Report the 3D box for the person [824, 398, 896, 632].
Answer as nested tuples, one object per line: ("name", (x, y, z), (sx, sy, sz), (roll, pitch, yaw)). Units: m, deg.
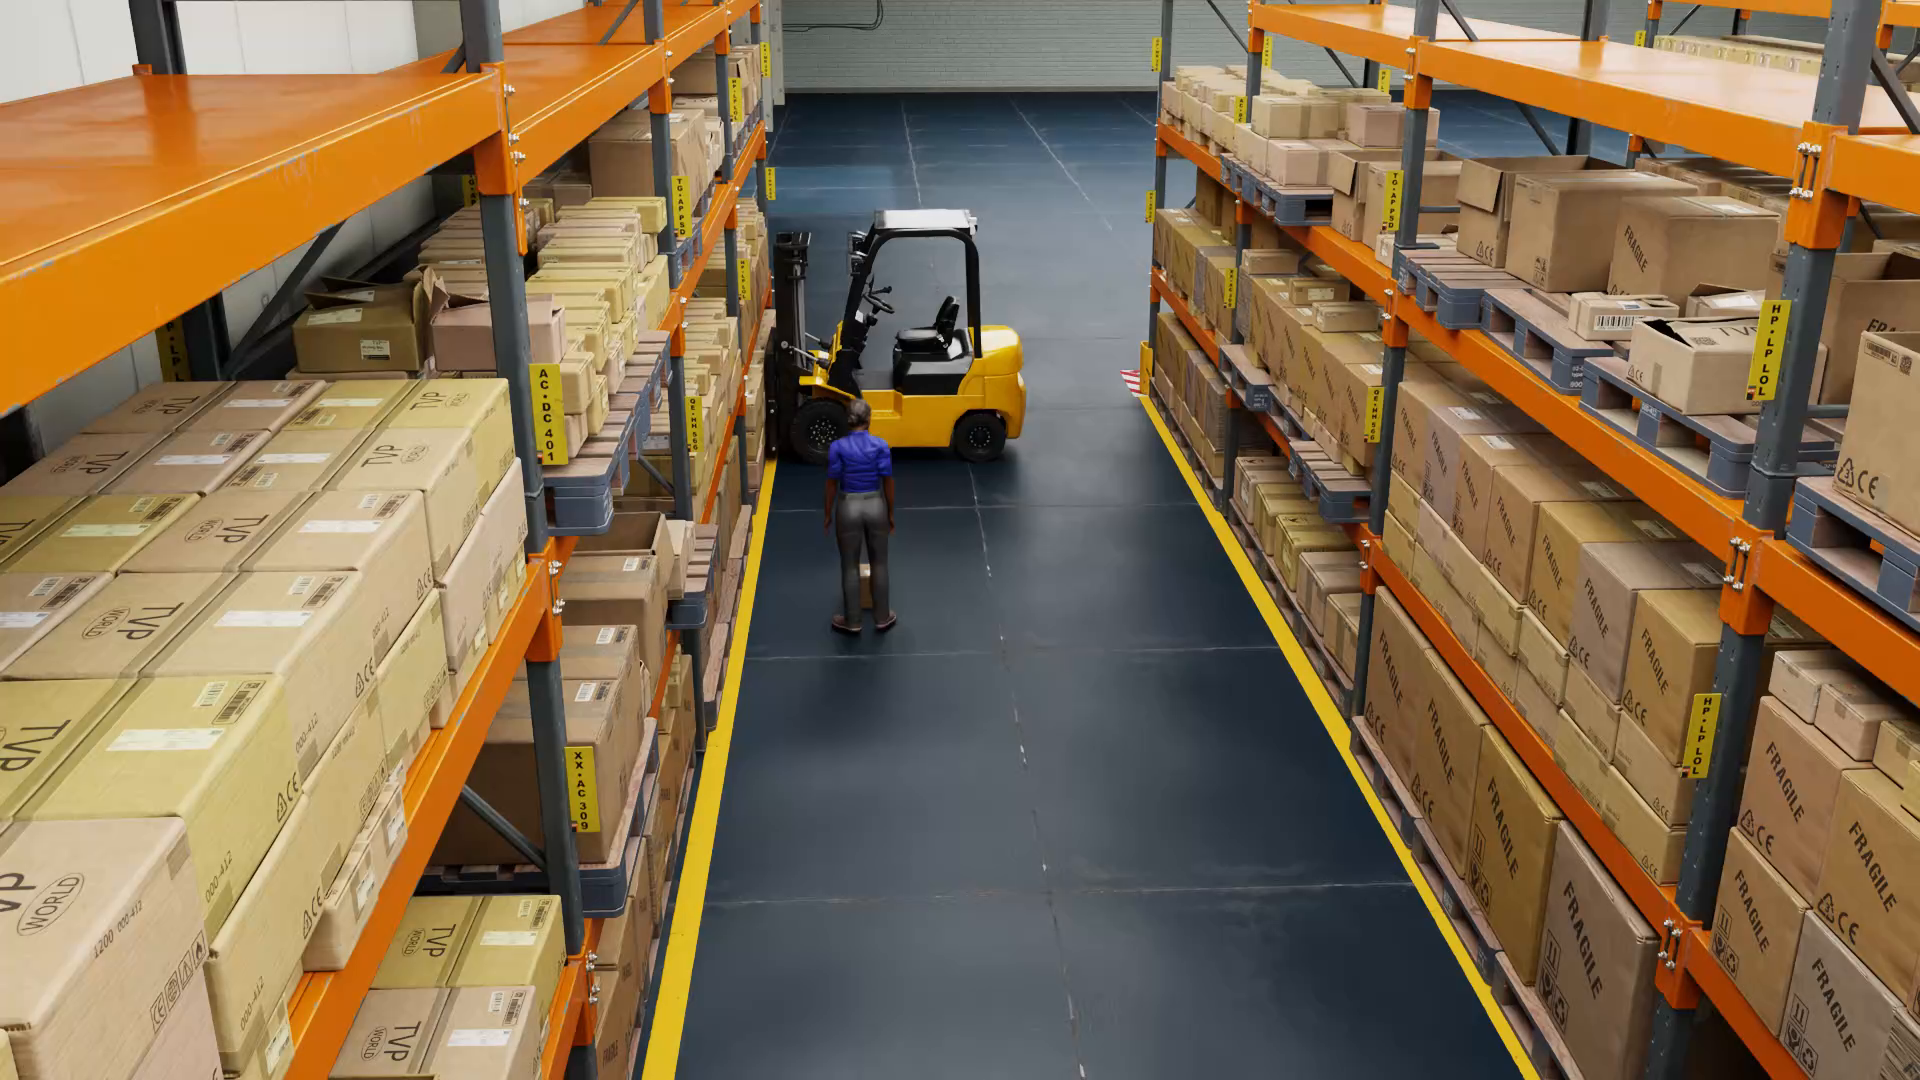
("person", (-0.690, -0.168, 11.474), (0.505, 1.668, 0.327), (-4, 21, -10))
